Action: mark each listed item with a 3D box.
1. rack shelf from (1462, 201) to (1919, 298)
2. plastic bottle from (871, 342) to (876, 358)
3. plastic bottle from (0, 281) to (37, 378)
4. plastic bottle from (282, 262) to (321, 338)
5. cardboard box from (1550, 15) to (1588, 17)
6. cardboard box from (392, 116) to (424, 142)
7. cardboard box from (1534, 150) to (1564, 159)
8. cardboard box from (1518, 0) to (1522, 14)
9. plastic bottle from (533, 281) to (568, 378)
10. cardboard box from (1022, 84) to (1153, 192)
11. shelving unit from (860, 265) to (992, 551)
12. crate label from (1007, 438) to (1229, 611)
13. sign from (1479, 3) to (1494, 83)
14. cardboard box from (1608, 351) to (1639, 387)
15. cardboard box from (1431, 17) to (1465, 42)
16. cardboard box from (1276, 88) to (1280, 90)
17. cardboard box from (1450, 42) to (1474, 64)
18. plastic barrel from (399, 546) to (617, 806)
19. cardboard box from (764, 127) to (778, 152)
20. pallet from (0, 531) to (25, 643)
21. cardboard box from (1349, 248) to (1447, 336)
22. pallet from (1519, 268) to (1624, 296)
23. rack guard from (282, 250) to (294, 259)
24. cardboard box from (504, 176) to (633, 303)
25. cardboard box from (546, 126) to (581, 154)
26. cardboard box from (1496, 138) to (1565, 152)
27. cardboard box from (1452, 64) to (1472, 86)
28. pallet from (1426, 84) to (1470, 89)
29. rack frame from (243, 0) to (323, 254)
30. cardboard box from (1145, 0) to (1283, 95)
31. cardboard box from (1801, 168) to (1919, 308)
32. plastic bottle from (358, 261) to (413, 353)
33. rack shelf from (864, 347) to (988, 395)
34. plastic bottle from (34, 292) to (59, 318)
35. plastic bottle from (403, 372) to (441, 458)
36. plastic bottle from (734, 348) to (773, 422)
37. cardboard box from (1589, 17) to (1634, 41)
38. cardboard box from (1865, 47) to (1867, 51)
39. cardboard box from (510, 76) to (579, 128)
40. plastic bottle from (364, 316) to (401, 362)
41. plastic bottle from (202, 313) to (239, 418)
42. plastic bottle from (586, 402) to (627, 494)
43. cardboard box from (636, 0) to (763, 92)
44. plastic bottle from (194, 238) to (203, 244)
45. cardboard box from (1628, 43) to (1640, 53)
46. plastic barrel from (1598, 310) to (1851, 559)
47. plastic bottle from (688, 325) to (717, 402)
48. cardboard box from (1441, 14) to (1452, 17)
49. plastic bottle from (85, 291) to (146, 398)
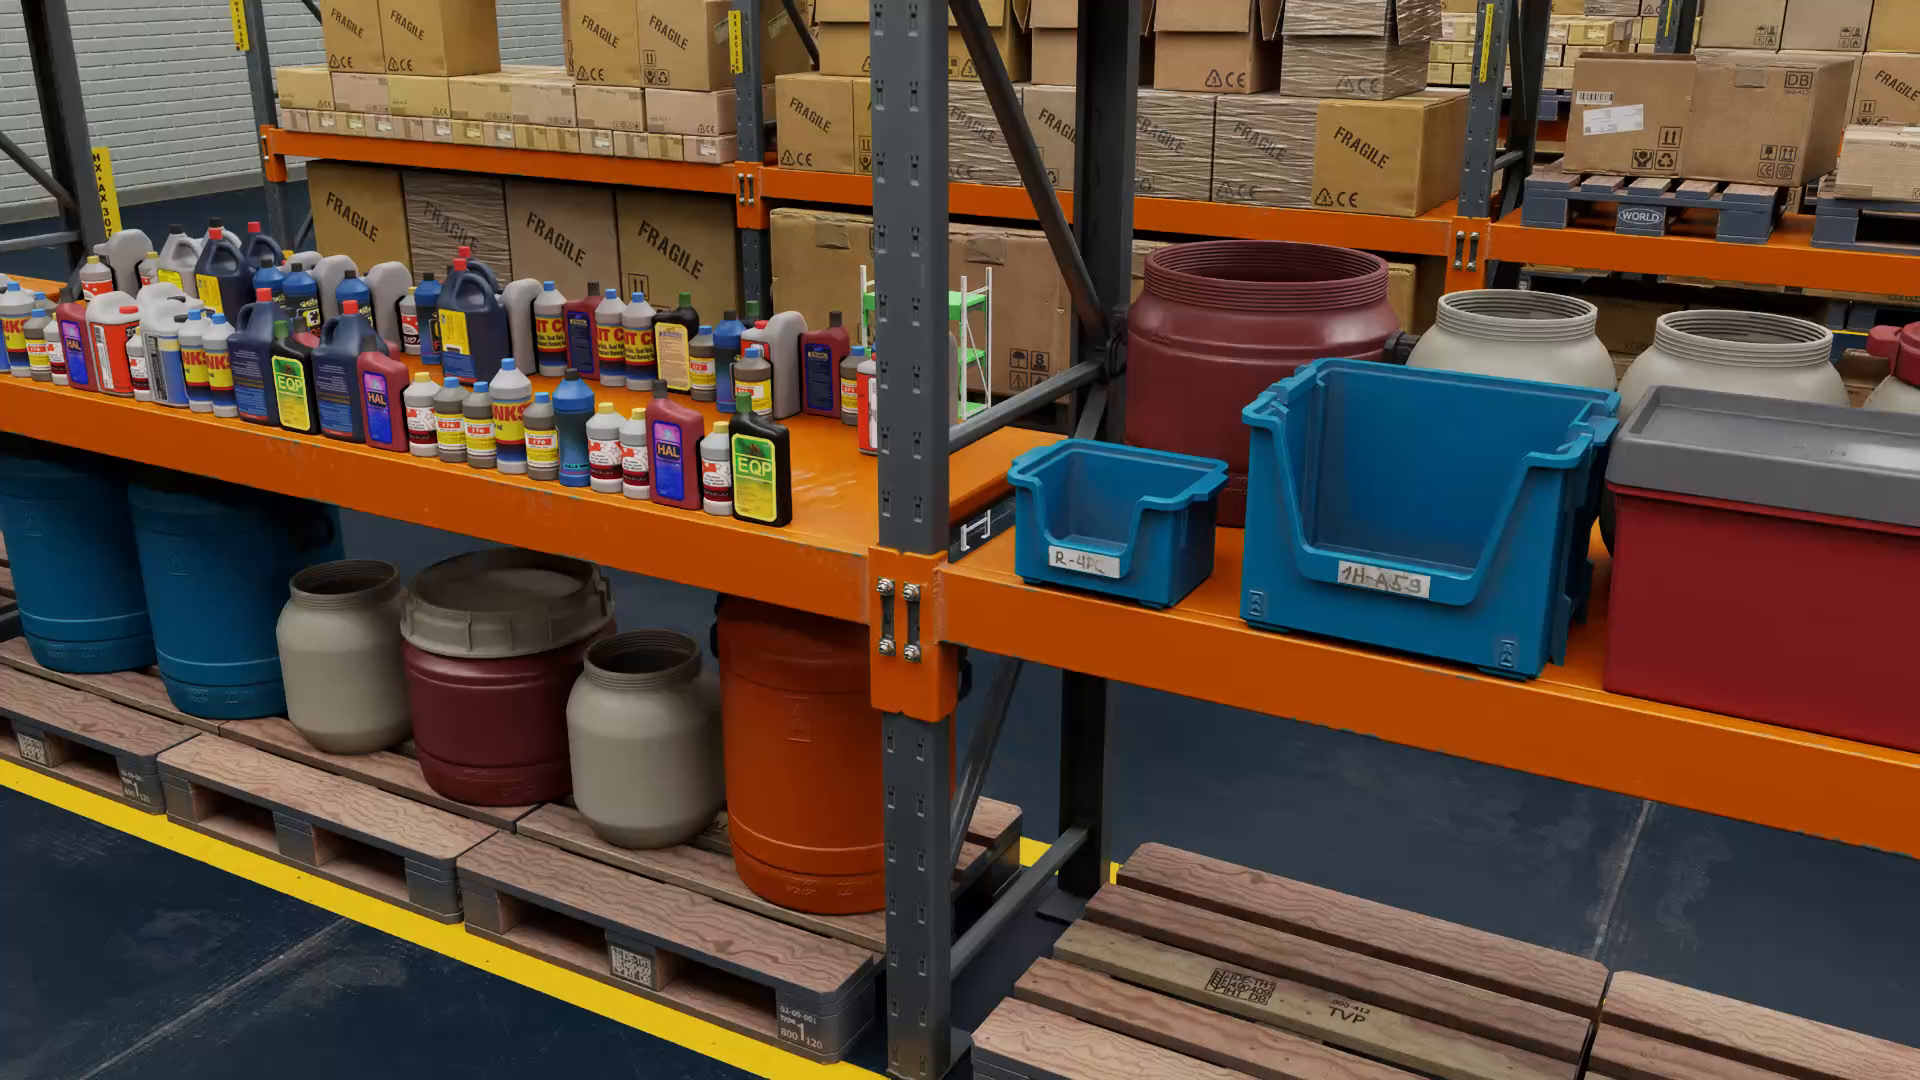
[{"bbox_3d":[4.287,-1.095,7.040,4.000,0.370,1.077,11,23,27],"label":"rack shelf"},{"bbox_3d":[-0.183,-0.427,4.331,0.097,0.271,0.097,0,20,0],"label":"plastic bottle"},{"bbox_3d":[-2.741,-0.618,4.857,0.097,0.271,0.097,0,20,0],"label":"plastic bottle"},{"bbox_3d":[-2.033,-0.720,5.139,0.097,0.271,0.097,0,20,0],"label":"plastic bottle"},{"bbox_3d":[5.921,-5.049,16.372,0.500,0.250,0.500,10,22,26],"label":"cardboard box"},{"bbox_3d":[-3.396,-2.651,10.642,0.250,0.149,0.380,10,22,26],"label":"cardboard box"},{"bbox_3d":[4.564,-2.787,12.601,0.500,0.250,0.500,10,22,25],"label":"cardboard box"},{"bbox_3d":[5.474,-5.495,16.502,0.500,0.500,0.500,10,22,26],"label":"cardboard box"},{"bbox_3d":[-1.191,-0.619,4.861,0.097,0.271,0.097,0,20,0],"label":"plastic bottle"},{"bbox_3d":[0.658,-2.076,8.543,0.500,0.500,0.500,11,23,28],"label":"cardboard box"},{"bbox_3d":[-0.144,-0.592,7.236,0.503,1.200,0.258,11,23,27],"label":"shelving unit"},{"bbox_3d":[0.310,-0.031,3.298,0.416,0.233,0.303,11,23,27],"label":"crate label"},{"bbox_3d":[2.273,-2.144,7.180,0.005,0.325,0.100,11,23,27],"label":"sign"},{"bbox_3d":[3.136,-0.692,7.895,0.500,0.500,0.700,10,22,24],"label":"cardboard box"},{"bbox_3d":[3.507,-3.701,12.049,0.250,0.149,0.380,11,23,27],"label":"cardboard box"},{"bbox_3d":[1.798,-2.060,8.498,0.500,0.500,0.500,10,22,26],"label":"cardboard box"},{"bbox_3d":[3.712,-3.520,11.987,0.250,0.149,0.380,11,23,27],"label":"cardboard box"},{"bbox_3d":[-1.296,0.381,4.837,0.708,0.588,0.600,11,23,27],"label":"plastic barrel"},{"bbox_3d":[-1.047,-2.461,10.120,0.250,0.149,0.380,11,23,27],"label":"cardboard box"},{"bbox_3d":[-4.027,0.243,6.384,1.213,0.211,1.003,11,23,27],"label":"pallet"},{"bbox_3d":[1.949,-1.086,8.459,0.875,0.875,1.225,10,22,25],"label":"cardboard box"},{"bbox_3d":[4.367,-2.045,12.694,1.213,0.211,1.003,11,23,27],"label":"pallet"},{"bbox_3d":[-4.464,-1.925,11.940,0.348,0.500,1.175,11,23,27],"label":"rack guard"},{"bbox_3d":[-2.274,-1.913,10.740,0.875,0.875,0.875,11,23,27],"label":"cardboard box"},{"bbox_3d":[-2.276,-2.437,10.054,0.250,0.149,0.380,11,23,28],"label":"cardboard box"},{"bbox_3d":[6.035,-4.204,17.056,0.875,0.875,0.875,11,23,28],"label":"cardboard box"},{"bbox_3d":[3.737,-3.377,12.029,0.250,0.149,0.380,10,22,27],"label":"cardboard box"},{"bbox_3d":[3.300,-3.453,12.766,1.213,0.211,1.003,11,23,27],"label":"pallet"},{"bbox_3d":[-4.443,-3.096,11.502,0.127,3.000,1.000,11,23,27],"label":"rack frame"},{"bbox_3d":[1.343,-2.520,8.296,0.637,0.503,0.797,11,23,29],"label":"cardboard box"},{"bbox_3d":[6.301,-2.093,11.420,0.750,0.750,1.050,11,23,28],"label":"cardboard box"},{"bbox_3d":[-1.786,-0.723,5.143,0.135,0.276,0.152,11,23,27],"label":"plastic bottle"},{"bbox_3d":[-0.144,-0.757,7.176,0.480,0.148,0.258,11,23,27],"label":"rack shelf"},{"bbox_3d":[-2.784,-0.652,5.056,0.097,0.201,0.097,0,20,0],"label":"plastic bottle"},{"bbox_3d":[-1.324,-0.315,4.125,0.097,0.201,0.097,0,20,0],"label":"plastic bottle"},{"bbox_3d":[-0.543,-0.403,4.369,0.097,0.201,0.097,0,20,0],"label":"plastic bottle"},{"bbox_3d":[4.735,-3.720,12.102,0.250,0.149,0.380,11,23,27],"label":"cardboard box"},{"bbox_3d":[6.443,-3.111,11.397,0.500,0.500,0.500,10,22,26],"label":"cardboard box"},{"bbox_3d":[-2.363,-2.666,10.099,0.500,0.250,0.500,11,23,28],"label":"cardboard box"},{"bbox_3d":[-1.525,-0.441,4.352,0.133,0.283,0.061,11,23,27],"label":"plastic bottle"},{"bbox_3d":[-1.965,-0.470,4.450,0.097,0.271,0.097,0,20,0],"label":"plastic bottle"},{"bbox_3d":[-0.814,-0.218,3.857,0.097,0.201,0.097,0,20,0],"label":"plastic bottle"},{"bbox_3d":[-1.483,-2.850,9.507,0.500,0.500,0.500,12,23,29],"label":"cardboard box"},{"bbox_3d":[-2.546,-0.868,5.542,0.135,0.276,0.152,11,23,27],"label":"plastic bottle"},{"bbox_3d":[6.352,-4.733,16.233,0.500,0.250,0.500,11,23,28],"label":"cardboard box"},{"bbox_3d":[1.495,-0.166,3.261,0.421,0.512,0.421,0,20,0],"label":"plastic barrel"},{"bbox_3d":[-0.703,-0.493,4.616,0.097,0.201,0.097,0,20,0],"label":"plastic bottle"},{"bbox_3d":[3.591,-3.937,12.701,0.250,0.149,0.380,12,23,29],"label":"cardboard box"},{"bbox_3d":[-2.340,-0.554,4.675,0.135,0.276,0.152,11,23,27],"label":"plastic bottle"}]
